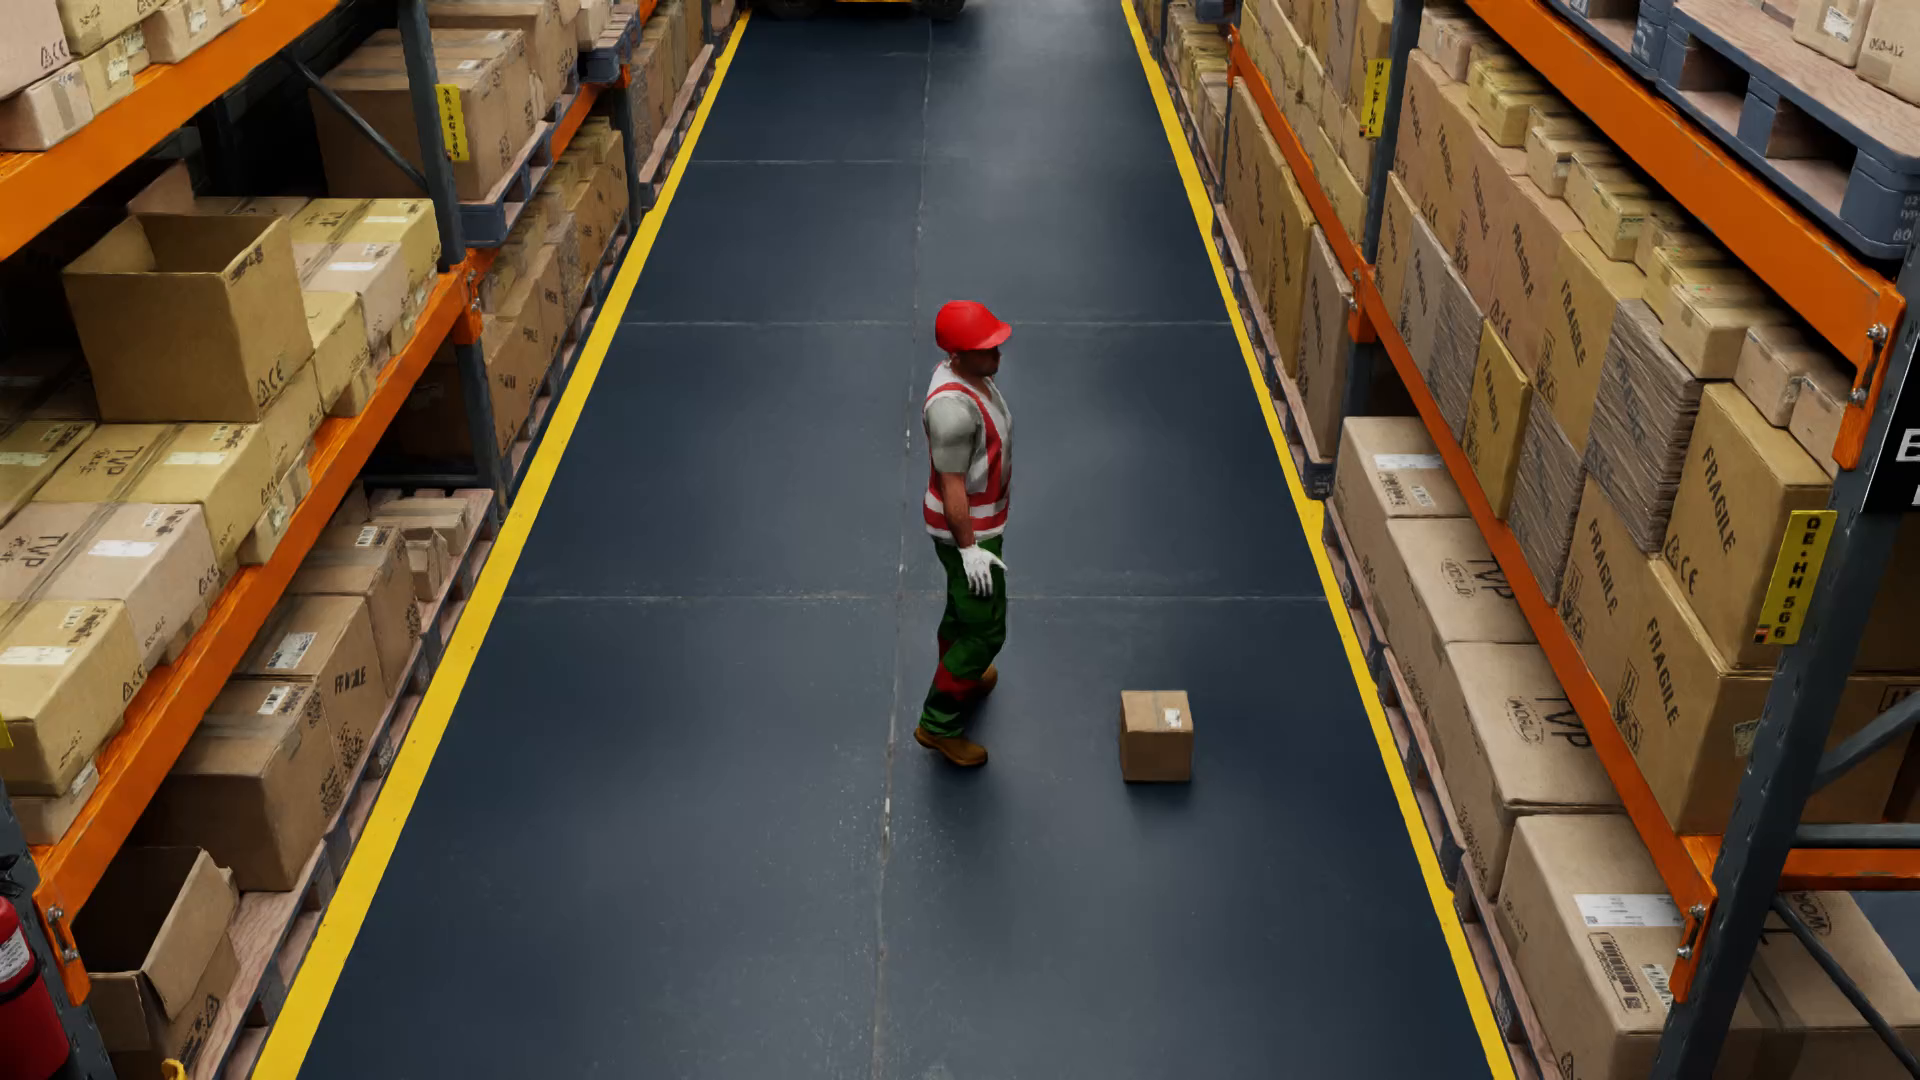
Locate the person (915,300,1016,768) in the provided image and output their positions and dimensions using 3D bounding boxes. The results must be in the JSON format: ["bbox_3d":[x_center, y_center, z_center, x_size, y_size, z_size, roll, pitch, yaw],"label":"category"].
[{"bbox_3d":[0.027,-0.058,6.174,0.340,1.814,0.664,4,31,6],"label":"person"}]
